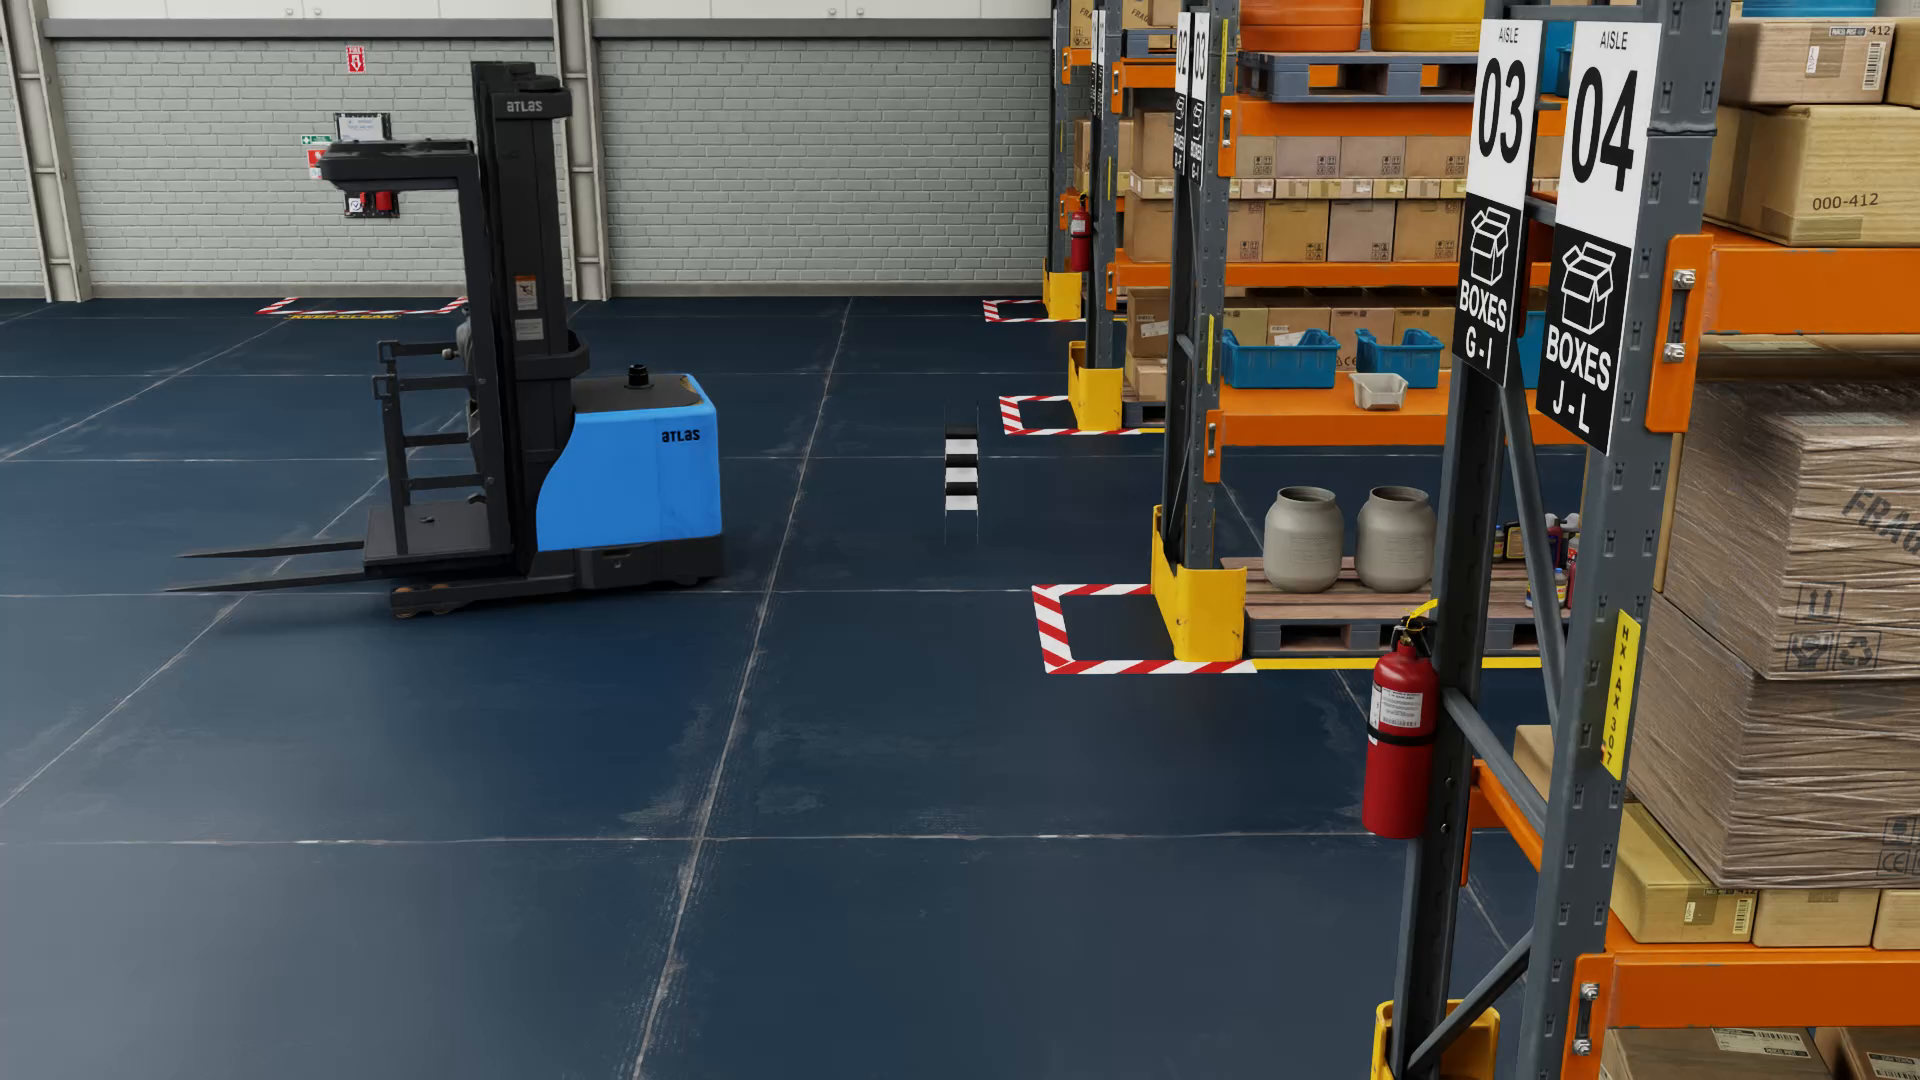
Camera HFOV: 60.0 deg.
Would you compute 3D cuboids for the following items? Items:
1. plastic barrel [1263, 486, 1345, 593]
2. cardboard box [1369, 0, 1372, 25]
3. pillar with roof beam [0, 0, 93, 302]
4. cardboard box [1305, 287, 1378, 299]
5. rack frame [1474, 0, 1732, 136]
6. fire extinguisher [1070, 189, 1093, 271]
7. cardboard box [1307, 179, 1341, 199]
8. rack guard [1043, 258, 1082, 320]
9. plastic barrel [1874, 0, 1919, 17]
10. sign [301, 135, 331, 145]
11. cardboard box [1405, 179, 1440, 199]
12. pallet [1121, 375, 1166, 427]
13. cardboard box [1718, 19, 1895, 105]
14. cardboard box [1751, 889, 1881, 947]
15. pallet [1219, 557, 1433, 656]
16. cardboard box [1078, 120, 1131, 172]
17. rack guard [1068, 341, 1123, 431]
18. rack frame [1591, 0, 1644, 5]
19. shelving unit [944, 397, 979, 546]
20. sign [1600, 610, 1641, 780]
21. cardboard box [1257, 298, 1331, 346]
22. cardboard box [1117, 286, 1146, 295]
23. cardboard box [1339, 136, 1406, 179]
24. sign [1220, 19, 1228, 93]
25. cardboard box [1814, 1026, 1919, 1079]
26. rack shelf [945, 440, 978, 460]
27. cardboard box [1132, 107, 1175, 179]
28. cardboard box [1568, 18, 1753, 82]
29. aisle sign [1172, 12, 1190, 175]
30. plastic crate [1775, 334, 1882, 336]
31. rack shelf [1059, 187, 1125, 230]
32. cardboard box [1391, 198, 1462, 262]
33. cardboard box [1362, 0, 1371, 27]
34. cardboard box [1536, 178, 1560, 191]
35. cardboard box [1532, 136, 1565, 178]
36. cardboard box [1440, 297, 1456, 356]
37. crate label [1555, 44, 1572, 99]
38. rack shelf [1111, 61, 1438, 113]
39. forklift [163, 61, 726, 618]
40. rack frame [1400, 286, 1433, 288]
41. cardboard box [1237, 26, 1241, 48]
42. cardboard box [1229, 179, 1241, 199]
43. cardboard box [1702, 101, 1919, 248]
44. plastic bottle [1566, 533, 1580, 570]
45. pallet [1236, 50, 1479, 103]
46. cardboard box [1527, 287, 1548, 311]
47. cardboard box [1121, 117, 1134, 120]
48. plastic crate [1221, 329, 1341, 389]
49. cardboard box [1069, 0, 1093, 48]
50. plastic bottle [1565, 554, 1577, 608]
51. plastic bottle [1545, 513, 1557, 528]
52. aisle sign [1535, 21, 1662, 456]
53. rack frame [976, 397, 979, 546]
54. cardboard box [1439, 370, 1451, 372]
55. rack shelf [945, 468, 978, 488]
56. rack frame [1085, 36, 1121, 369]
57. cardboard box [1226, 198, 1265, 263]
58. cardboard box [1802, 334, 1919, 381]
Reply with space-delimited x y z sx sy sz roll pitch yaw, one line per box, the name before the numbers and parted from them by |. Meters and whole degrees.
plastic barrel | 1.867 -0.004 9.034 0.421 0.512 0.421 0 18 0
cardboard box | 3.486 -4.269 12.947 0.637 0.503 0.797 2 18 5
pillar with roof beam | -10.191 -5.739 13.706 0.400 9.000 9.100 0 18 -1
cardboard box | 3.166 -1.827 13.919 0.500 0.500 0.500 0 18 -1
rack frame | 1.288 -2.306 3.003 0.127 3.000 1.000 0 18 -1
fire extinguisher | 1.010 -2.579 13.804 0.183 0.674 0.296 0 18 -1
cardboard box | 2.819 -2.774 13.059 0.250 0.149 0.380 -1 18 -2
rack guard | 1.129 -2.798 18.451 0.348 0.500 1.175 0 18 -1
plastic barrel | 4.776 -2.721 8.337 0.421 0.512 0.421 0 18 0
sign | -7.281 -4.521 18.806 0.331 0.109 0.001 0 18 -1
cardboard box | 3.597 -2.778 13.071 0.250 0.149 0.380 0 18 1
pallet | 1.899 -1.163 13.829 1.213 0.211 1.003 0 18 -1
cardboard box | 1.567 -0.927 3.207 0.250 0.149 0.380 0 18 -1
cardboard box | 1.827 0.747 3.721 0.250 0.149 0.380 0 18 -1
pallet | 2.097 0.349 9.114 1.213 0.211 1.003 0 18 -1
cardboard box | 1.535 -4.193 17.694 0.500 0.500 0.500 0 18 -1
rack guard | 1.111 -1.284 13.733 0.348 0.500 1.175 0 18 -1
rack frame | 5.135 -5.351 12.495 0.127 3.000 1.000 0 18 -1
shelving unit | 0.008 -0.429 10.410 0.210 0.900 0.258 0 18 -1
sign | 1.297 0.304 3.271 0.005 0.325 0.100 0 18 -1
cardboard box | 2.675 -1.666 13.418 0.500 0.500 0.500 0 18 -1
cardboard box | 1.747 -2.893 18.336 0.500 0.311 0.500 -2 18 -7
cardboard box | 3.186 -3.148 13.163 0.500 0.500 0.700 0 18 -1
sign | 1.214 -2.226 7.652 0.005 0.325 0.100 0 18 -1
cardboard box | 2.510 1.530 4.272 0.500 0.500 0.500 4 18 14
rack shelf | 0.008 -0.568 10.365 0.200 0.077 0.258 0 18 -1
cardboard box | 1.655 -3.139 13.134 0.500 0.500 0.700 0 18 -1
cardboard box | 1.561 -1.093 3.725 0.250 0.149 0.380 0 18 -1
aisle sign | 1.133 -2.290 8.520 0.004 0.787 0.394 0 18 -1
plastic crate | 4.684 -0.988 8.818 0.504 0.338 0.767 0 18 -1
rack shelf | 3.053 -3.655 18.208 4.000 0.370 1.077 0 18 -1
cardboard box | 3.662 -2.532 13.366 0.500 0.500 0.700 0 18 0
cardboard box | 2.800 -4.142 12.557 0.500 0.500 0.500 0 18 -1
cardboard box | 4.619 -2.783 13.087 0.250 0.149 0.380 -1 18 -2
cardboard box | 4.691 -3.155 13.185 0.500 0.500 0.700 0 18 -1
cardboard box | 4.174 -1.674 13.441 0.500 0.500 0.500 0 18 -1
crate label | 3.086 -2.227 7.913 0.408 0.251 0.502 0 18 -1
rack shelf | 3.135 -3.570 13.033 4.000 0.370 1.077 0 18 -1
forklift | -2.948 -1.144 9.316 3.031 2.935 1.130 -5 19 -16
rack frame | 5.053 -4.007 18.128 0.127 3.000 1.000 0 18 -1
cardboard box | 2.984 -5.403 17.372 0.500 0.500 0.500 1 18 3
cardboard box | 2.044 -2.770 13.047 0.250 0.149 0.380 0 18 -1
cardboard box | 1.774 -0.729 3.246 0.500 0.250 0.500 0 18 1
plastic bottle | 3.451 0.063 9.302 0.097 0.201 0.097 0 18 0
pallet | 2.038 -2.274 8.125 1.213 0.211 1.003 0 18 -1
cardboard box | 4.666 -1.835 13.944 0.500 0.500 0.500 0 18 -1
cardboard box | 2.025 -4.349 18.181 0.500 0.500 0.500 0 18 0
plastic crate | 1.705 -0.985 8.950 0.616 0.251 0.499 0 18 -1
cardboard box | 1.392 -5.398 17.358 0.500 0.500 0.500 0 18 1
plastic bottle | 3.254 0.213 8.700 0.133 0.283 0.061 0 18 0
plastic bottle | 3.292 -0.010 9.407 0.135 0.276 0.152 0 18 0
aisle sign | 1.231 -0.595 3.236 0.004 0.787 0.394 0 18 -1
rack frame | 0.110 -0.429 10.412 0.006 0.900 0.240 0 18 -1
cardboard box | 3.675 -1.309 13.533 0.500 0.250 0.500 0 18 -1
rack shelf | 0.008 -0.397 10.420 0.200 0.077 0.258 0 18 -1
rack frame | 1.135 -2.475 13.351 0.127 3.000 1.000 0 18 -1
cardboard box | 2.127 -2.525 13.343 0.500 0.500 0.700 0 18 1
cardboard box | 2.334 -0.197 3.963 0.500 0.500 0.500 0 18 -1
